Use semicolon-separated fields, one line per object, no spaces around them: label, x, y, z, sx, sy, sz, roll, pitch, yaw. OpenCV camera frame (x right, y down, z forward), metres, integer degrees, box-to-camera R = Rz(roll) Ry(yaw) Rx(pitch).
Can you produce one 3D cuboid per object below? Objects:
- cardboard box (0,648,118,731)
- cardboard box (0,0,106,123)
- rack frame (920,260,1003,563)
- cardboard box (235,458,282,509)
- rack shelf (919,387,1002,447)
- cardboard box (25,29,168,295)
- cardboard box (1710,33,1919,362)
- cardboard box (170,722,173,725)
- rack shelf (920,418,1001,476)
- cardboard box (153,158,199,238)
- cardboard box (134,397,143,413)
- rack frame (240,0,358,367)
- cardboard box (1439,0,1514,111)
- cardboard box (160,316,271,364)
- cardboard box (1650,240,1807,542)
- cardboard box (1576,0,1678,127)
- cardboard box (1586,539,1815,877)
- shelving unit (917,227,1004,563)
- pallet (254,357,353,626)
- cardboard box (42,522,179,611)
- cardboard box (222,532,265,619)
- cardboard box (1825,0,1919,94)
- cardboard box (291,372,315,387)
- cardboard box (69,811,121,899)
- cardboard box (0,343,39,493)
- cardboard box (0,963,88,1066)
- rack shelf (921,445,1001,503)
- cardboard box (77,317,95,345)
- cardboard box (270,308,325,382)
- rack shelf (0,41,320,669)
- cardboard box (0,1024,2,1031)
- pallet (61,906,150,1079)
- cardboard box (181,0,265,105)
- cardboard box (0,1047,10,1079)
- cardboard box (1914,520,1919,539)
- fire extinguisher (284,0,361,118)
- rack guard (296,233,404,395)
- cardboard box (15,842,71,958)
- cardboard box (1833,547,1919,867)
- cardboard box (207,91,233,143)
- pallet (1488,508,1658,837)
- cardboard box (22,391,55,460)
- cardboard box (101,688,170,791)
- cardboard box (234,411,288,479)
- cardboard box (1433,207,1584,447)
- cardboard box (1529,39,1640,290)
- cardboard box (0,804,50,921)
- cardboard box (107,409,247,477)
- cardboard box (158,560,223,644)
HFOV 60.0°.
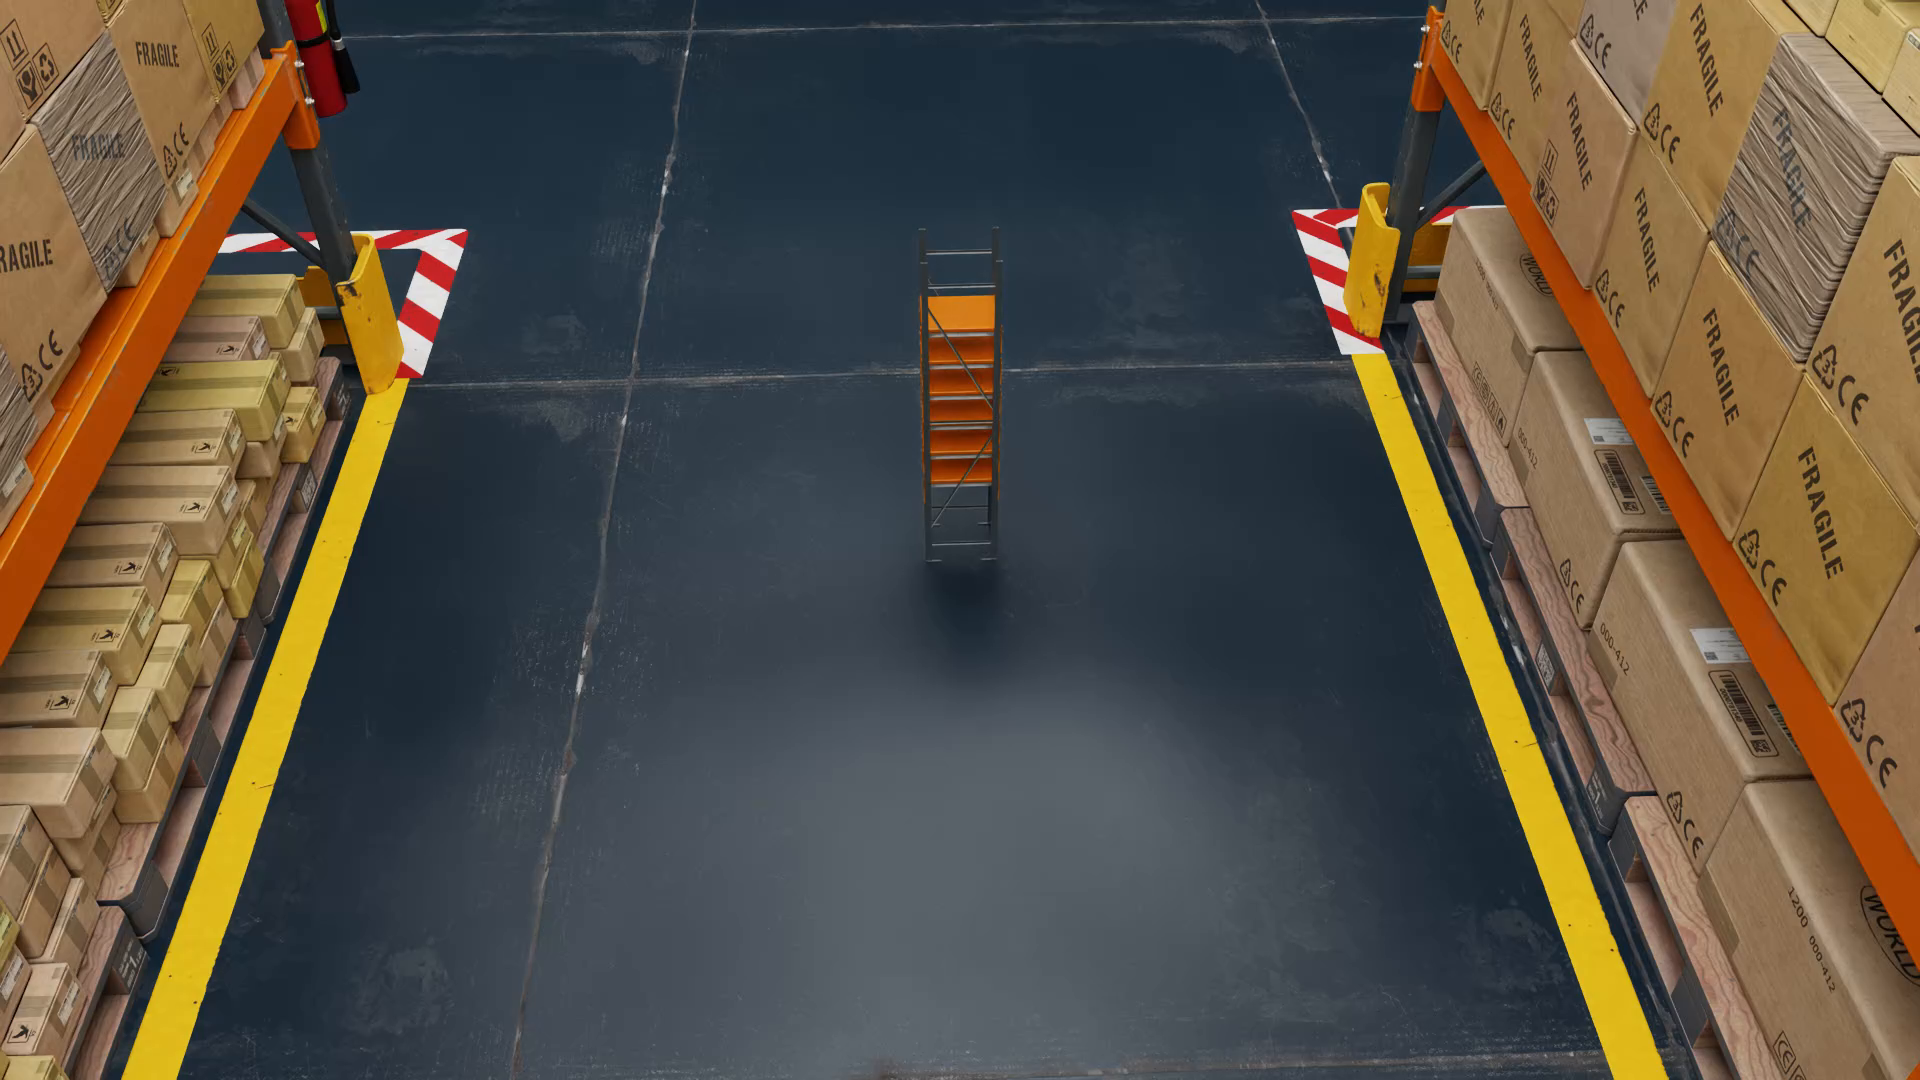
cardboard box;-2.485;0.436;4.414;0.380;0.149;0.250;-3;43;-4
cardboard box;-2.457;-1.335;3.953;0.500;0.500;0.500;0;43;0
rack frame;0.005;-0.371;5.267;0.240;1.200;0.006;-2;43;-2
cardboard box;-2.510;-0.218;5.567;0.380;0.149;0.250;-2;43;-2
rack shelf;0.001;-0.400;5.364;0.258;0.103;0.180;-2;43;-2
cardboard box;-2.454;-0.976;4.300;0.500;0.500;0.500;-2;43;-2
cardboard box;1.993;-0.727;3.509;0.500;0.500;0.500;-1;43;-1
cardboard box;-2.486;0.477;4.809;0.380;0.149;0.250;-1;43;-1
rack shelf;0.001;-0.311;5.445;0.258;0.103;0.180;-2;43;-2
cardboard box;-2.449;-1.001;4.808;0.380;0.149;0.250;-1;43;-1
cardboard box;-2.983;-0.382;5.745;0.380;0.149;0.250;-2;43;-2
rack frame;-2.778;-1.815;5.510;1.000;3.000;0.127;-2;43;-2
cardboard box;1.897;-1.730;5.343;0.500;0.500;0.500;-2;43;-2
cardboard box;-2.549;-0.617;5.562;0.380;0.149;0.250;-1;43;-1
cardboard box;1.995;-0.354;3.842;0.500;0.500;0.500;-2;43;-2
cardboard box;1.958;-1.403;4.246;0.500;0.500;0.500;-2;43;-2
cardboard box;2.375;0.434;4.643;0.875;0.438;0.875;-3;43;-3
shelving unit;0.001;-0.433;5.334;0.258;1.200;0.189;-2;43;-2
pallet;-2.776;-0.186;5.797;1.003;0.211;1.213;-2;43;-2
cardboard box;-2.496;0.092;4.789;0.380;0.149;0.250;-3;43;-3
cardboard box;-2.413;0.119;5.200;0.380;0.149;0.250;-3;43;-4
cardboard box;2.011;-1.033;3.363;0.380;0.149;0.250;-2;43;-3
cardboard box;-2.547;-0.569;5.950;0.380;0.149;0.250;-1;43;-1
cardboard box;-2.483;0.830;4.424;0.380;0.149;0.250;-3;43;-4
cardboard box;-2.391;-0.278;3.539;0.500;0.500;0.500;-2;43;-3
cardboard box;-2.376;1.180;4.041;0.380;0.149;0.250;-2;43;-2
rack shelf;0.001;-0.223;5.526;0.258;0.103;0.180;-2;43;-2
cardboard box;-2.515;-0.638;4.412;0.380;0.149;0.250;-3;43;-4
cardboard box;-2.470;-0.680;5.851;0.380;0.149;0.250;-3;43;-3
rack shelf;-2.693;-0.200;4.280;1.077;0.370;4.000;-2;43;-2
cardboard box;-2.368;1.136;3.649;0.380;0.149;0.250;0;43;0
pallet;-2.672;1.461;4.000;1.003;0.211;1.213;-2;43;-2
cardboard box;-2.502;-1.666;5.053;0.500;0.500;0.500;-1;43;-1
cardboard box;-2.404;1.250;3.746;0.380;0.149;0.250;-1;43;-1
cardboard box;2.037;-0.041;2.761;0.500;0.500;0.500;-2;43;-2
fire extinguisher;-2.328;-1.832;5.862;0.296;0.674;0.183;-2;43;-2
rack guard;-2.775;-0.842;6.299;1.175;0.500;0.348;-2;43;-2
cardboard box;-2.459;0.904;4.123;0.380;0.149;0.250;-4;43;-4
cardboard box;2.058;0.332;3.093;0.500;0.500;0.500;-1;43;-1
cardboard box;-2.509;-1.341;5.179;0.380;0.149;0.250;-2;43;-2
pallet;2.324;0.362;5.199;1.003;0.211;1.213;-2;43;-2
cardboard box;-2.455;-0.290;4.032;0.380;0.149;0.250;0;43;0
cardboard box;-2.395;0.545;4.514;0.380;0.149;0.250;-2;43;-2
cardboard box;-2.447;-0.330;5.469;0.380;0.149;0.250;-3;43;-4
cardboard box;2.291;-0.793;5.980;0.875;0.438;0.875;-3;43;-3
cardboard box;1.950;-1.045;4.596;0.500;0.500;0.500;-2;43;-2
cardboard box;-2.462;0.791;4.026;0.380;0.149;0.250;-3;43;-3
cardboard box;-2.463;-0.269;5.182;0.380;0.149;0.250;-3;43;-4
cardboard box;-2.419;0.193;4.898;0.380;0.149;0.250;0;43;0
